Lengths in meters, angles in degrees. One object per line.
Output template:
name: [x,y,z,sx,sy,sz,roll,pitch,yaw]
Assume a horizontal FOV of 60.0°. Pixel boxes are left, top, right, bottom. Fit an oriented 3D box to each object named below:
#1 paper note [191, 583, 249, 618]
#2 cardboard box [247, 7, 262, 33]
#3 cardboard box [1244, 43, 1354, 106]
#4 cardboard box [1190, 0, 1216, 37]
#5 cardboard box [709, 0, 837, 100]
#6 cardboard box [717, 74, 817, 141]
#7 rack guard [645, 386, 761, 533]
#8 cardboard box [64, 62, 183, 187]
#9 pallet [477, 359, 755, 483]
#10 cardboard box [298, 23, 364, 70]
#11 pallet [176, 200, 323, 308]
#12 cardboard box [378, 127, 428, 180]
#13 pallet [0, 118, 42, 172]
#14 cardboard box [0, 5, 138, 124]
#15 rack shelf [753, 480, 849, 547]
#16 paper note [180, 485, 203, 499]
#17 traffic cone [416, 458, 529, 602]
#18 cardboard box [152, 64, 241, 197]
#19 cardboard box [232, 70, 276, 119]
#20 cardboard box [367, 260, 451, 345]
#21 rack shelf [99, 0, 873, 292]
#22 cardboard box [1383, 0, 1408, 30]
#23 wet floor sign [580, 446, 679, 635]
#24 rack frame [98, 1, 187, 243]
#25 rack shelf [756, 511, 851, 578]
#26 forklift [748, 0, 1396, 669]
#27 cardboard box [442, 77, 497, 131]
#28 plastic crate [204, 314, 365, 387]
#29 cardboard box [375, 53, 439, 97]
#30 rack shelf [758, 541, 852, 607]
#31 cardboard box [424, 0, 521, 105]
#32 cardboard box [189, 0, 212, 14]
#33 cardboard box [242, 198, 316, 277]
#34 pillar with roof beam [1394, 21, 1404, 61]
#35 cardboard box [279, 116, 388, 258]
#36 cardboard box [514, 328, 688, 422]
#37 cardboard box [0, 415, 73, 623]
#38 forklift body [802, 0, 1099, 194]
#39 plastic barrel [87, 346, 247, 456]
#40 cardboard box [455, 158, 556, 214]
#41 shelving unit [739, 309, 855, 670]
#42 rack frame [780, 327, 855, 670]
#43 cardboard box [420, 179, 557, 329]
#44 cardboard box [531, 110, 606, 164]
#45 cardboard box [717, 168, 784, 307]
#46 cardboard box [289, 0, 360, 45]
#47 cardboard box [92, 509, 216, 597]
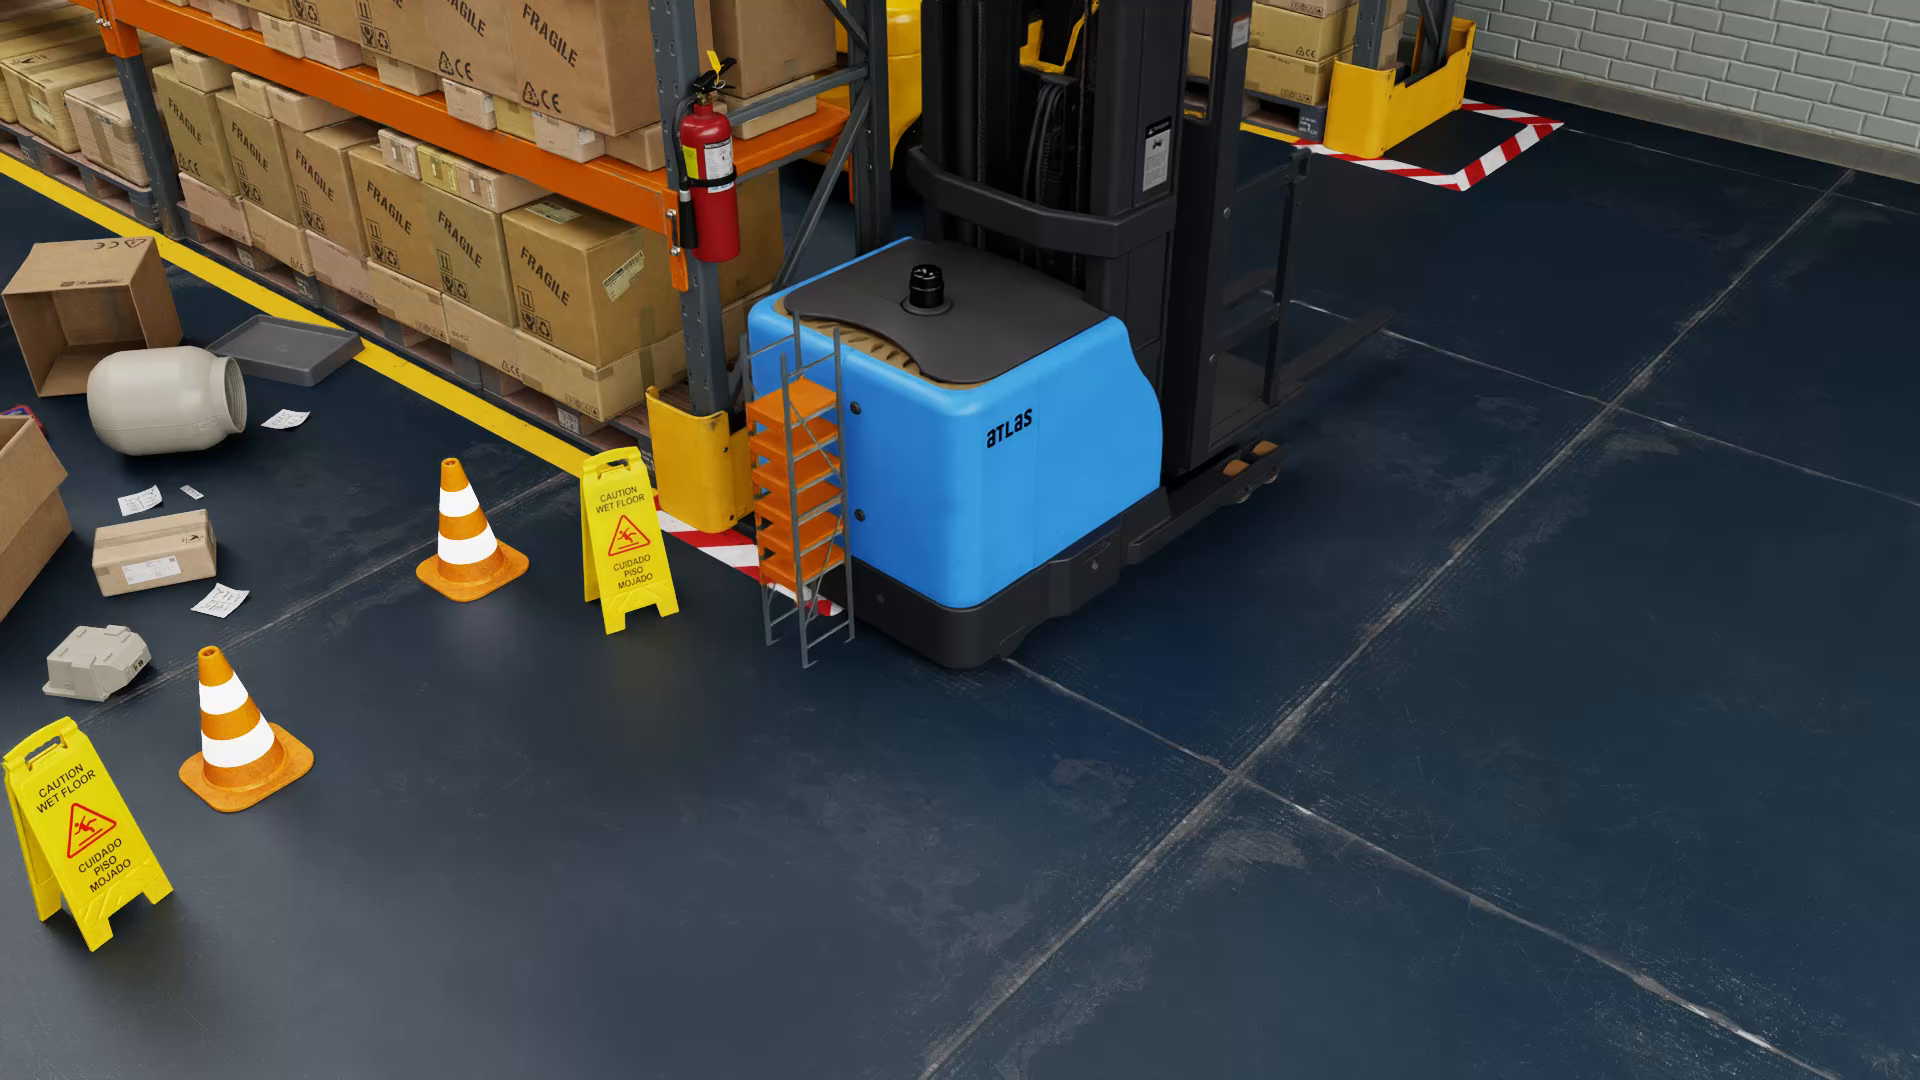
paper note: [-2.628,0.213,5.913,0.142,0.019,0.148,12,36,16]
cardboard box: [-2.822,-2.287,7.152,0.250,0.149,0.380,25,42,32]
cardboard box: [1.982,-2.768,9.689,0.500,0.250,0.500,26,42,32]
cardboard box: [1.592,-3.168,9.830,0.500,0.250,0.500,25,42,31]
cardboard box: [-0.815,-1.991,6.148,0.500,0.500,0.500,25,41,31]
cardboard box: [-0.757,-1.644,6.217,0.250,0.149,0.380,25,42,32]
rack guard: [-0.687,-0.532,6.583,0.348,0.500,1.175,25,42,32]
cardboard box: [-4.107,-2.263,8.845,0.625,0.372,0.950,26,42,32]
pallet: [-1.288,-0.723,7.116,1.213,0.211,1.003,25,42,32]
cardboard box: [-2.477,-2.080,6.851,0.250,0.149,0.380,25,42,32]
pallet: [-3.163,-1.606,8.403,1.213,0.211,1.003,25,42,32]
cardboard box: [-2.128,-1.620,6.782,0.250,0.149,0.380,27,43,34]
pallet: [-5.243,-2.557,9.787,1.213,0.211,1.003,25,42,32]
cardboard box: [-5.197,-2.773,9.588,0.625,0.372,0.950,27,43,33]
rack shelf: [-0.517,-0.104,5.419,0.180,0.103,0.258,28,43,34]
paper note: [-3.010,-0.187,6.514,0.123,0.001,0.032,25,42,32]
traffic cone: [-1.784,-0.084,5.963,0.334,0.463,0.336,25,42,32]
cardboard box: [-3.422,-2.001,7.910,0.500,0.500,0.500,27,43,34]
cardboard box: [-2.968,-2.012,7.353,0.250,0.149,0.380,27,43,33]
cardboard box: [-2.220,-1.128,7.301,0.500,0.250,0.500,24,41,30]
rack shelf: [-2.165,-1.963,7.094,4.000,0.370,1.077,25,42,32]
cardboard box: [2.316,-3.202,9.879,0.500,0.250,0.500,26,42,33]
wet floor sign: [-1.167,-0.030,5.724,0.267,0.644,0.232,-18,38,-25]
rack frame: [-3.702,-2.984,7.945,0.127,3.000,1.000,25,42,32]
rack shelf: [-0.516,-0.006,5.488,0.180,0.103,0.258,28,43,34]
forklift: [0.649,-1.527,5.885,1.130,2.935,3.031,28,43,34]
cardboard box: [-1.719,-1.699,6.297,0.250,0.149,0.380,26,42,33]
plastic crate: [-3.020,-0.855,7.424,0.583,0.080,0.402,12,36,16]
cardboard box: [-2.080,-1.907,6.598,0.250,0.149,0.380,25,42,31]
rack shelf: [-0.516,0.093,5.556,0.180,0.103,0.258,28,43,34]
cardboard box: [-1.603,-1.959,6.102,0.500,0.500,0.500,25,42,32]
cardboard box: [-3.214,-2.475,7.426,0.250,0.149,0.380,25,42,32]
cardboard box: [-3.004,-1.504,7.848,0.500,0.250,0.500,28,43,34]
pillar with roof beam: [-0.168,-4.940,5.495,0.400,9.000,9.100,25,42,32]
cardboard box: [-2.605,-1.624,7.361,0.500,0.500,0.500,28,43,34]
cardboard box: [-1.440,-0.759,6.763,0.500,0.250,0.500,25,42,32]
cardboard box: [-3.598,-0.041,5.865,0.637,0.503,0.797,0,34,0]
forklift body: [-0.080,-3.239,9.067,1.214,2.155,2.313,25,42,32]
plastic barrel: [-3.184,-0.562,6.695,0.512,0.421,0.421,-6,35,-8]
cardboard box: [-1.736,-1.432,6.507,0.250,0.149,0.380,27,43,33]
shelving unit: [-0.517,-0.141,5.394,0.189,1.200,0.258,28,43,34]
rack frame: [-0.449,-0.106,5.343,0.006,1.200,0.240,28,43,34]
cardboard box: [-1.814,-1.248,6.813,0.500,0.500,0.500,27,43,33]
cardboard box: [-1.318,-1.517,6.032,0.250,0.149,0.380,25,42,31]
cardboard box: [-1.090,-1.305,6.895,0.500,0.500,0.500,24,41,30]
cardboard box: [-2.363,-2.333,6.647,0.500,0.500,0.500,26,42,32]
cardboard box: [-2.927,0.045,6.054,0.380,0.149,0.250,-12,36,-17]
